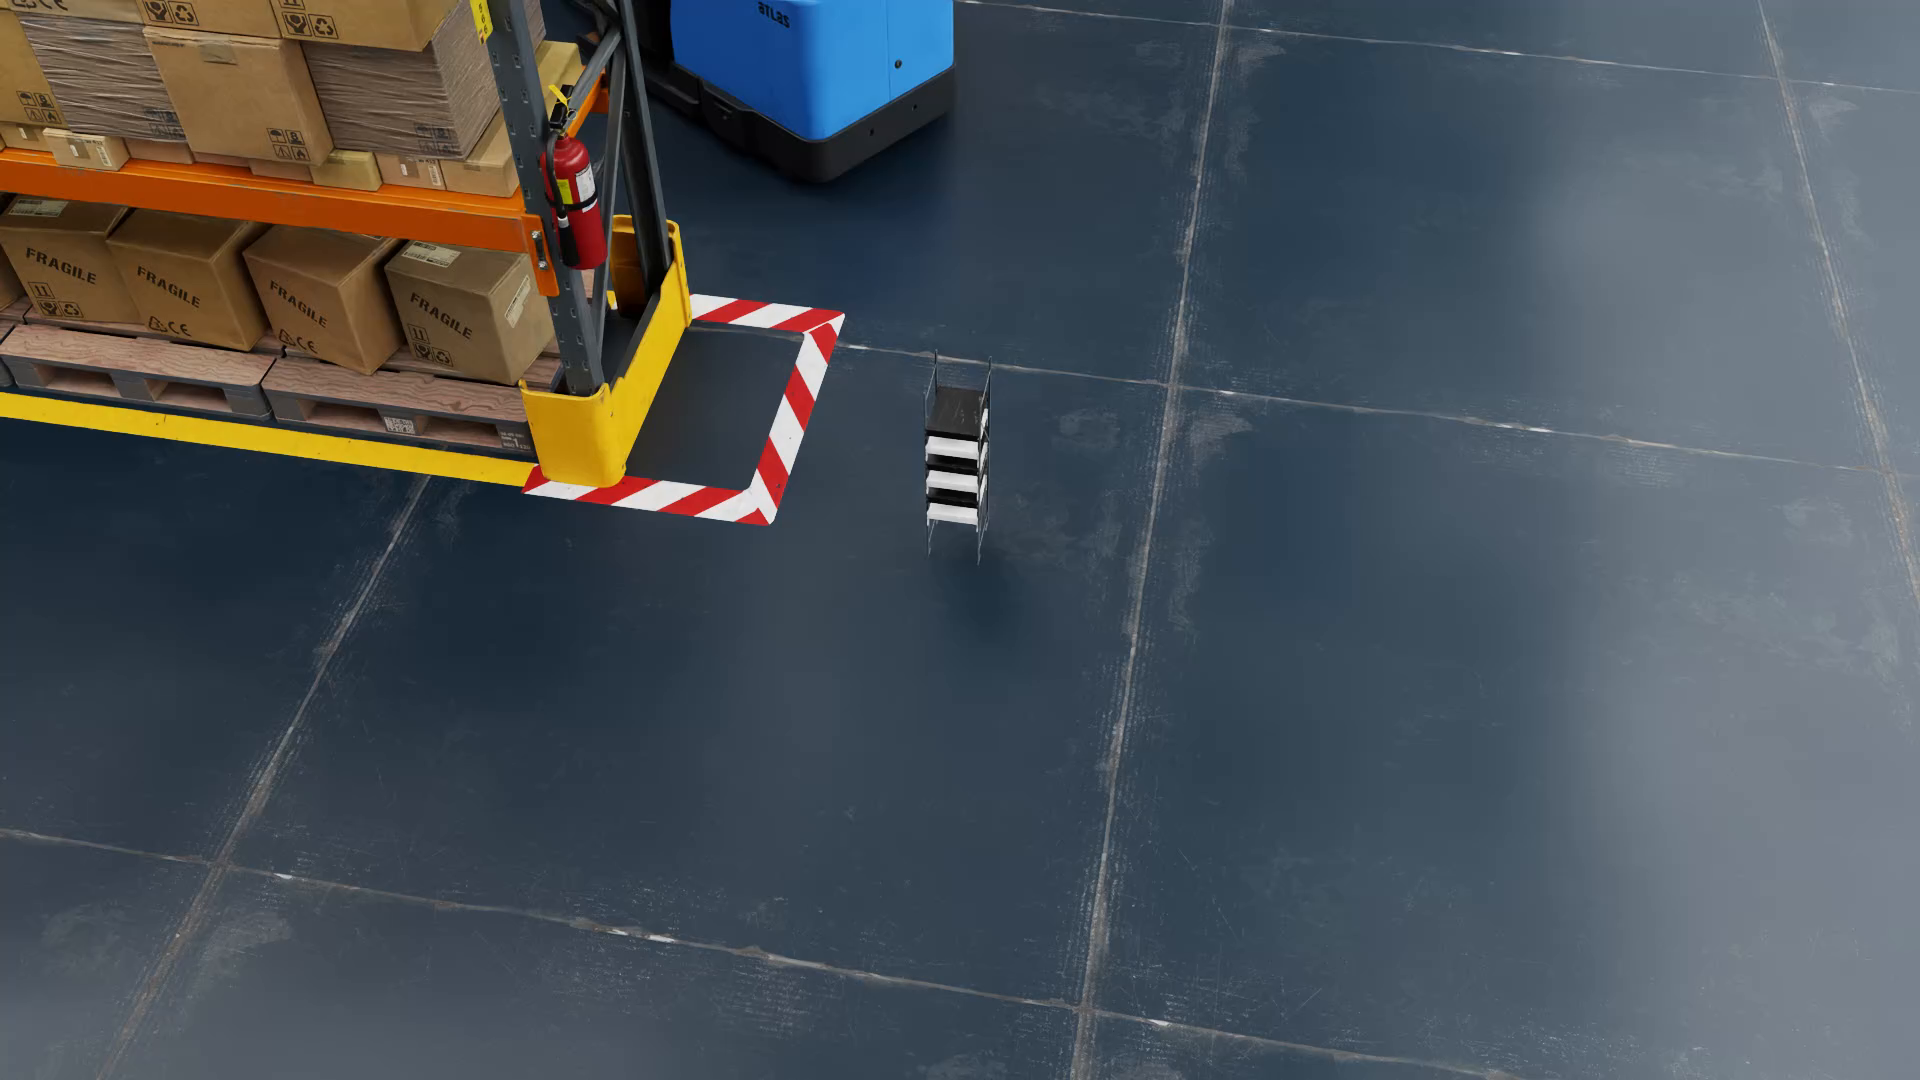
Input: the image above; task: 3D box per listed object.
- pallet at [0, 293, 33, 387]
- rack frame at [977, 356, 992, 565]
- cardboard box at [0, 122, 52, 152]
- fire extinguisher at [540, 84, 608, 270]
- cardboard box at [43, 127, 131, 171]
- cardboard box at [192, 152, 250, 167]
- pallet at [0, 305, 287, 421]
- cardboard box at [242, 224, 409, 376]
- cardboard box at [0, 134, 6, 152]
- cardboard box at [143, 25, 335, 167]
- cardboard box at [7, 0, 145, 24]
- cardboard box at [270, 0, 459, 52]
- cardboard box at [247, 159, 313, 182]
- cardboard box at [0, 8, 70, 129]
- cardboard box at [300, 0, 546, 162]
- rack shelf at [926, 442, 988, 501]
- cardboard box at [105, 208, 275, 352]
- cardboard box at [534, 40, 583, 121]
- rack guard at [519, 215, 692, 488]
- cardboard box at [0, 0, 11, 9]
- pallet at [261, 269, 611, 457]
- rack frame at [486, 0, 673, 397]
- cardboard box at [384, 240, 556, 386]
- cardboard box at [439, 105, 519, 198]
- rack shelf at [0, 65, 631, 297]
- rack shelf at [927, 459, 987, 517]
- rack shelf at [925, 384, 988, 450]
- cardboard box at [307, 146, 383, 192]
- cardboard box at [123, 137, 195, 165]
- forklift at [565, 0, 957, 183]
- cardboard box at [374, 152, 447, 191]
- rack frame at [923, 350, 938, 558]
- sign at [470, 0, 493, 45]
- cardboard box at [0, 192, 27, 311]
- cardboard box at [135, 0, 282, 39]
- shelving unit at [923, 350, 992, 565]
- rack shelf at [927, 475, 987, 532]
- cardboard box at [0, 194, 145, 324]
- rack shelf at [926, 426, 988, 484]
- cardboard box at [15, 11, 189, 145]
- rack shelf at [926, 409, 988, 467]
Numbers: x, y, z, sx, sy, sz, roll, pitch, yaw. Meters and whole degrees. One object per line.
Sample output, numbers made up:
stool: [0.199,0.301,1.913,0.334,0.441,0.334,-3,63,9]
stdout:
pallet: [-4.687,-1.186,7.645,1.213,0.211,1.003,8,49,7]
rack frame: [0.092,-0.288,6.376,0.006,0.900,0.240,8,49,7]
cardboard box: [-3.463,-1.660,6.366,0.250,0.149,0.380,8,49,7]
fire extinguisher: [-1.387,-1.273,5.901,0.183,0.674,0.296,8,49,7]
cardboard box: [-3.229,-1.576,6.290,0.250,0.149,0.380,8,49,7]
cardboard box: [-2.718,-1.591,6.304,0.250,0.149,0.380,8,49,7]
pallet: [-3.482,-1.026,7.502,1.213,0.211,1.003,8,49,7]
cardboard box: [-2.623,-1.105,7.097,0.500,0.500,0.500,19,51,17]
cardboard box: [-3.717,-1.659,6.365,0.250,0.149,0.380,8,49,7]
cardboard box: [-2.467,-1.856,6.105,0.500,0.500,0.875,8,49,7]
cardboard box: [-2.987,-2.140,5.689,0.500,0.500,0.500,8,49,7]
cardboard box: [-2.003,-2.010,5.572,0.500,0.500,0.500,8,49,7]
cardboard box: [-2.479,-1.527,6.247,0.250,0.149,0.380,8,49,7]
cardboard box: [-3.442,-2.028,6.260,0.500,0.500,0.875,8,49,7]
cardboard box: [-1.954,-1.877,6.125,0.500,0.500,0.875,8,49,7]
rack shelf: [-0.008,-0.280,6.413,0.200,0.077,0.258,8,49,7]
cardboard box: [-3.236,-1.202,7.184,0.500,0.500,0.500,12,49,10]
cardboard box: [-1.656,-1.780,6.473,0.250,0.149,0.380,8,49,7]
rack guard: [-1.492,-0.826,7.128,0.348,0.500,1.175,8,49,7]
cardboard box: [-3.478,-2.212,5.754,0.500,0.500,0.500,8,49,7]
pallet: [-2.285,-0.863,7.355,1.213,0.211,1.003,8,49,7]
rack frame: [-1.418,-1.652,6.189,0.127,3.000,1.000,8,49,7]
cardboard box: [-2.029,-1.051,7.048,0.500,0.500,0.500,16,50,14]
cardboard box: [-1.735,-1.454,6.181,0.250,0.149,0.380,8,49,7]
rack shelf: [-3.386,-1.676,6.695,4.000,0.370,1.077,8,49,7]
rack shelf: [-0.008,-0.219,6.480,0.200,0.077,0.258,8,49,7]
rack shelf: [-0.008,-0.460,6.212,0.200,0.077,0.258,8,49,7]
cardboard box: [-2.236,-1.483,6.207,0.250,0.149,0.380,8,49,7]
cardboard box: [-2.968,-1.607,6.319,0.250,0.149,0.380,8,49,7]
forklift: [-1.430,-3.722,8.096,3.031,2.935,1.130,36,57,28]
cardboard box: [-1.981,-1.488,6.211,0.250,0.149,0.380,8,49,7]
rack frame: [-0.108,-0.315,6.400,0.006,0.900,0.240,8,49,7]
sign: [-1.536,-1.741,5.278,0.005,0.325,0.100,8,49,7]
cardboard box: [-4.402,-1.333,7.301,0.500,0.500,0.500,22,52,19]
cardboard box: [-2.496,-2.072,5.628,0.500,0.500,0.500,8,49,7]
shelving unit: [-0.008,-0.302,6.388,0.210,0.900,0.258,8,49,7]
rack shelf: [-0.008,-0.159,6.547,0.200,0.077,0.258,8,49,7]
cardboard box: [-3.777,-1.309,7.279,0.500,0.500,0.500,4,48,3]
rack shelf: [-0.008,-0.340,6.346,0.200,0.077,0.258,8,49,7]
cardboard box: [-2.952,-1.953,6.193,0.500,0.500,0.875,8,49,7]
rack shelf: [-0.008,-0.400,6.279,0.200,0.077,0.258,8,49,7]
